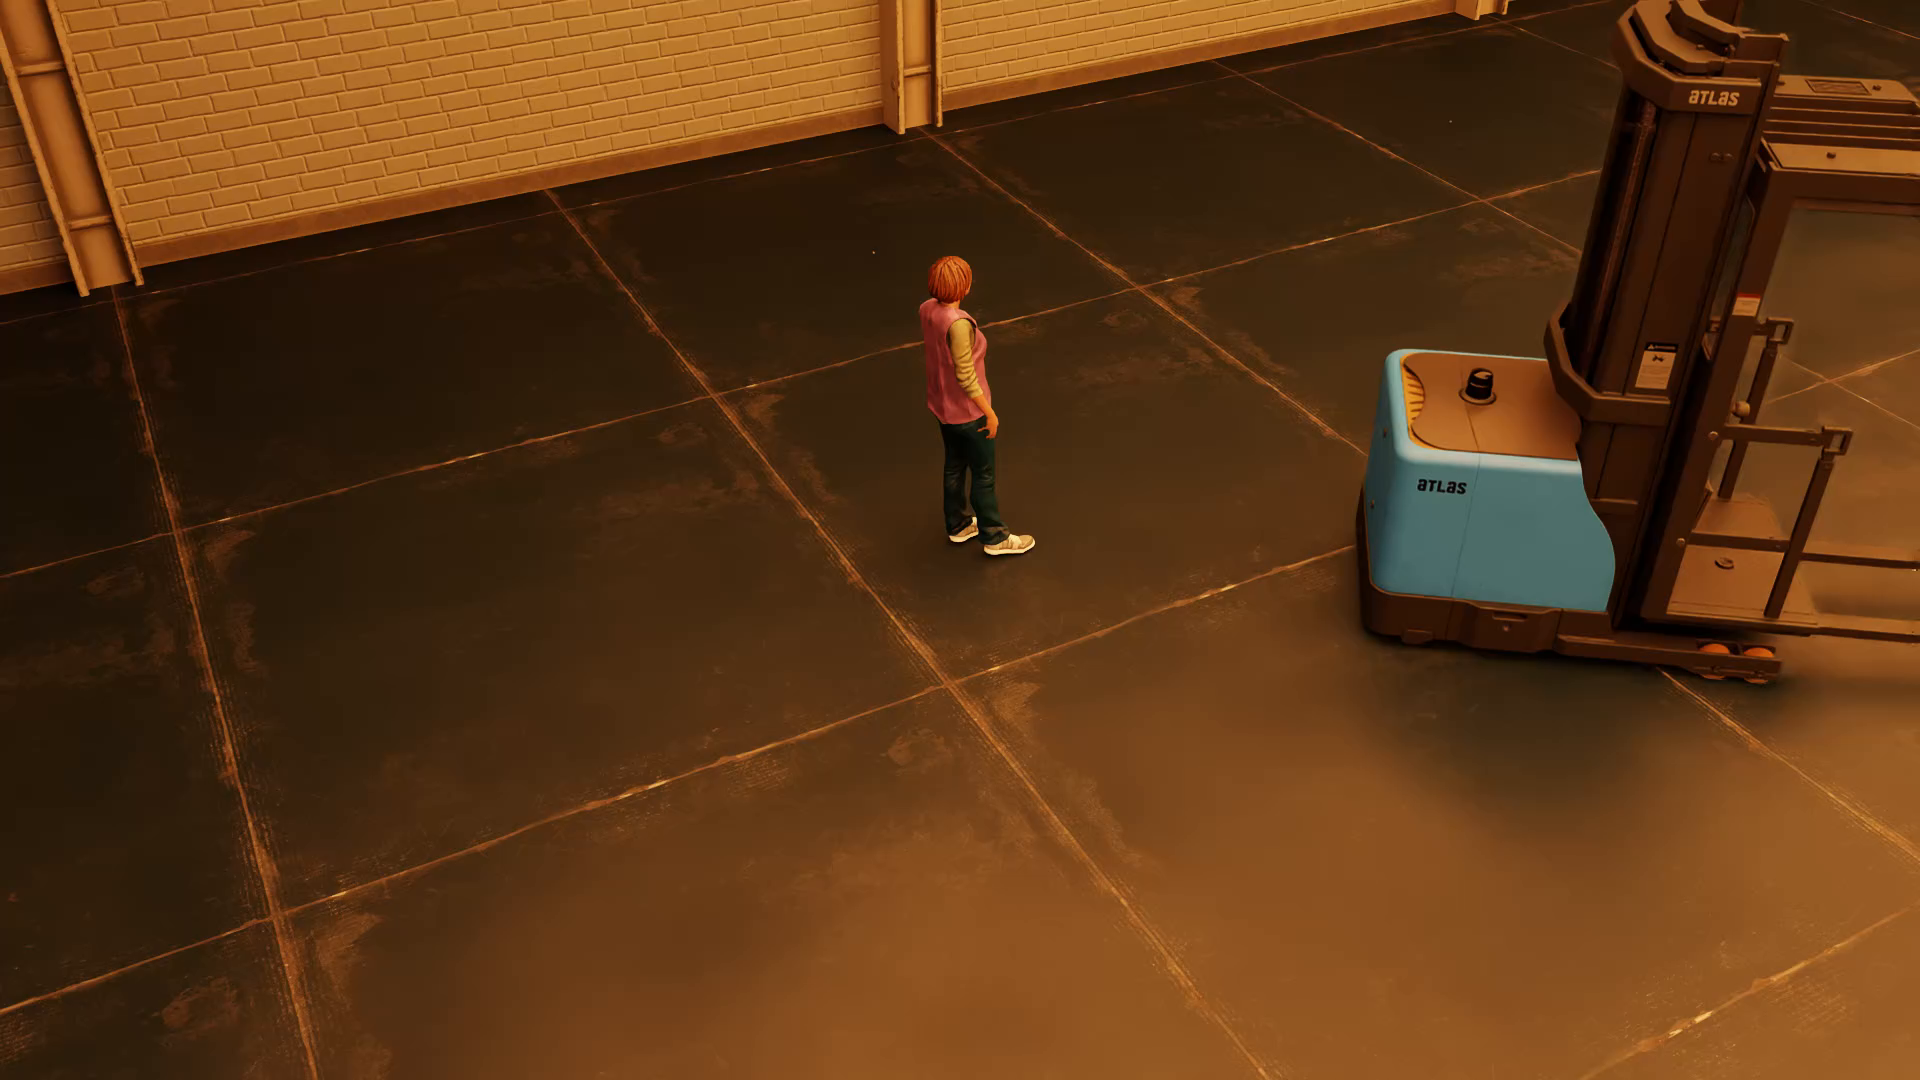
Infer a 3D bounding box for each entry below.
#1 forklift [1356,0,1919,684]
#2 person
[{"bbox_3d":[3.496,-0.861,7.341,3.031,2.935,1.130,5,36,7],"label":"forklift"},{"bbox_3d":[0.073,-0.666,8.219,0.473,1.585,0.520,-17,39,-23],"label":"person"}]
